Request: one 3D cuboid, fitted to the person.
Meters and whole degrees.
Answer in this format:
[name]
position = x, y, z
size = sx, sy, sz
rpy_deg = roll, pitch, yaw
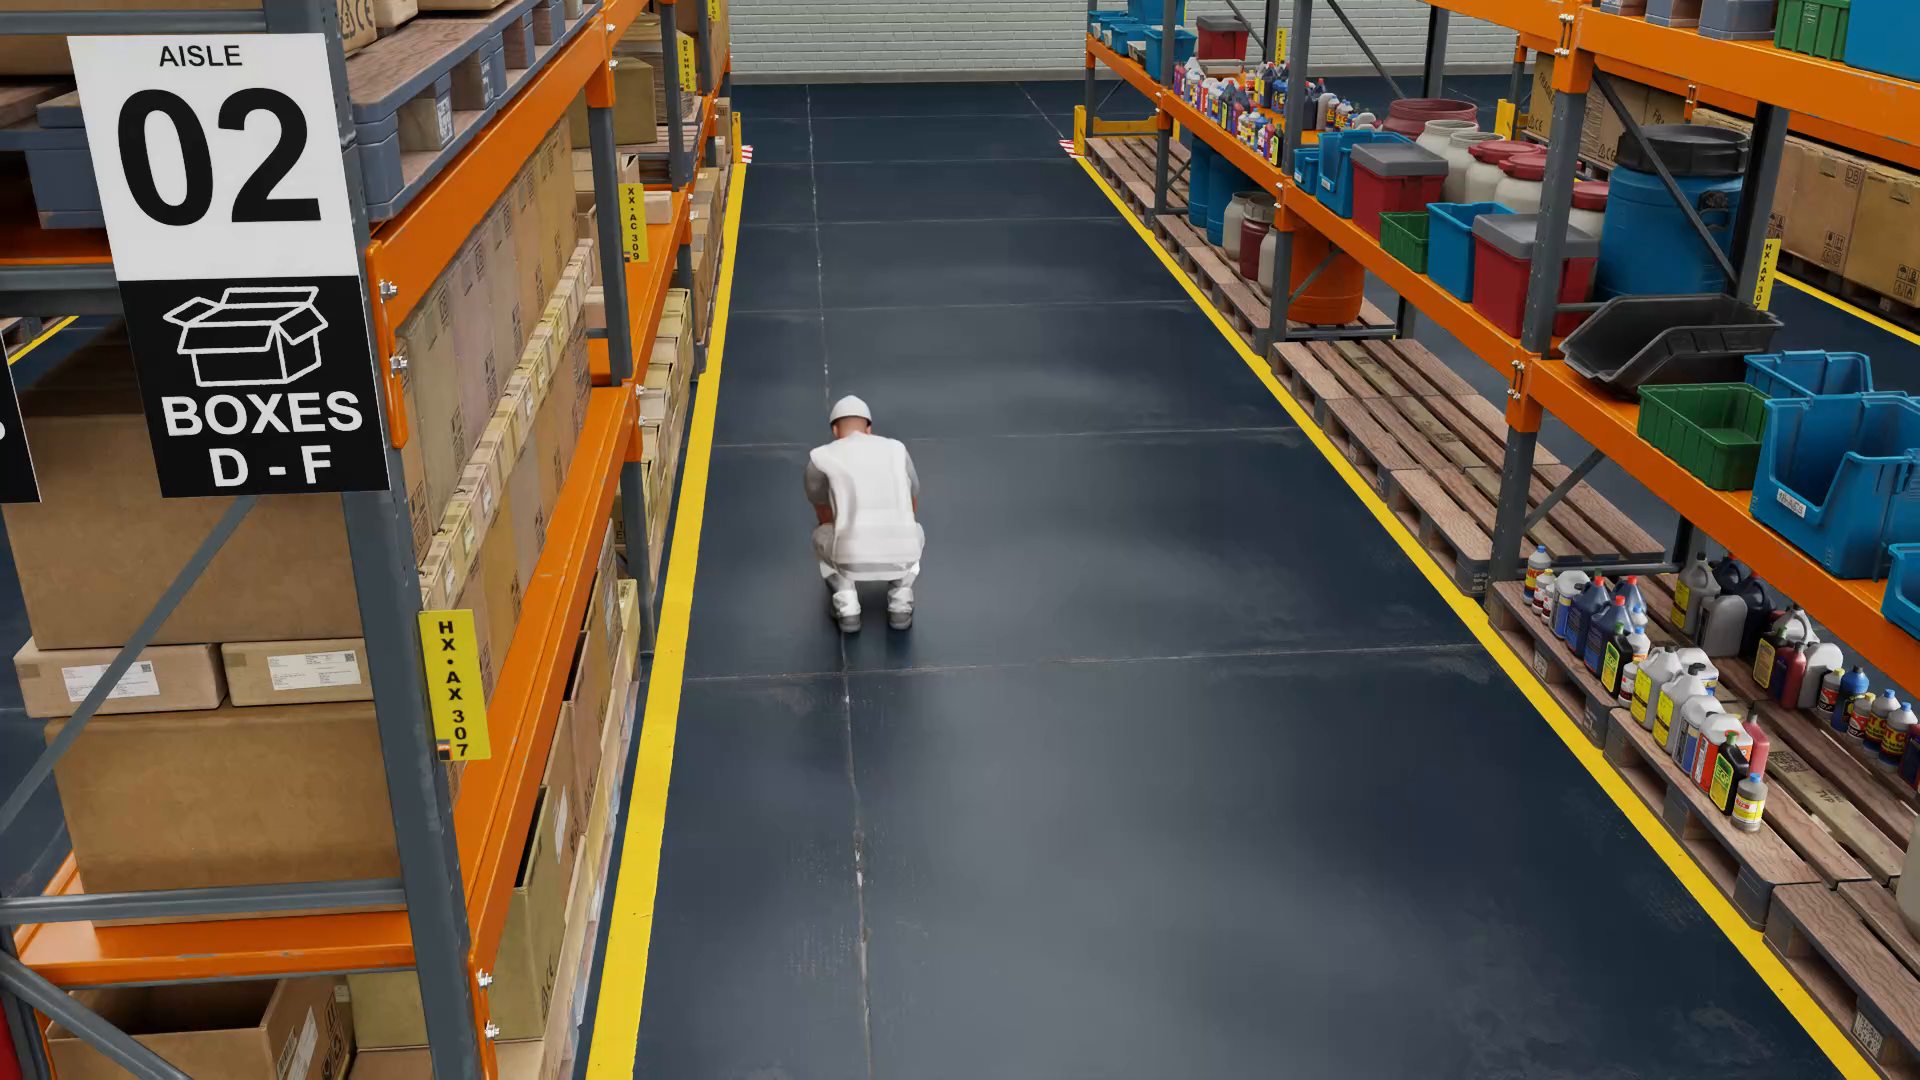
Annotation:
[person]
position = -0.449, -0.128, 7.870
size = 0.565, 0.994, 0.864
rpy_deg = -3, 24, -6
